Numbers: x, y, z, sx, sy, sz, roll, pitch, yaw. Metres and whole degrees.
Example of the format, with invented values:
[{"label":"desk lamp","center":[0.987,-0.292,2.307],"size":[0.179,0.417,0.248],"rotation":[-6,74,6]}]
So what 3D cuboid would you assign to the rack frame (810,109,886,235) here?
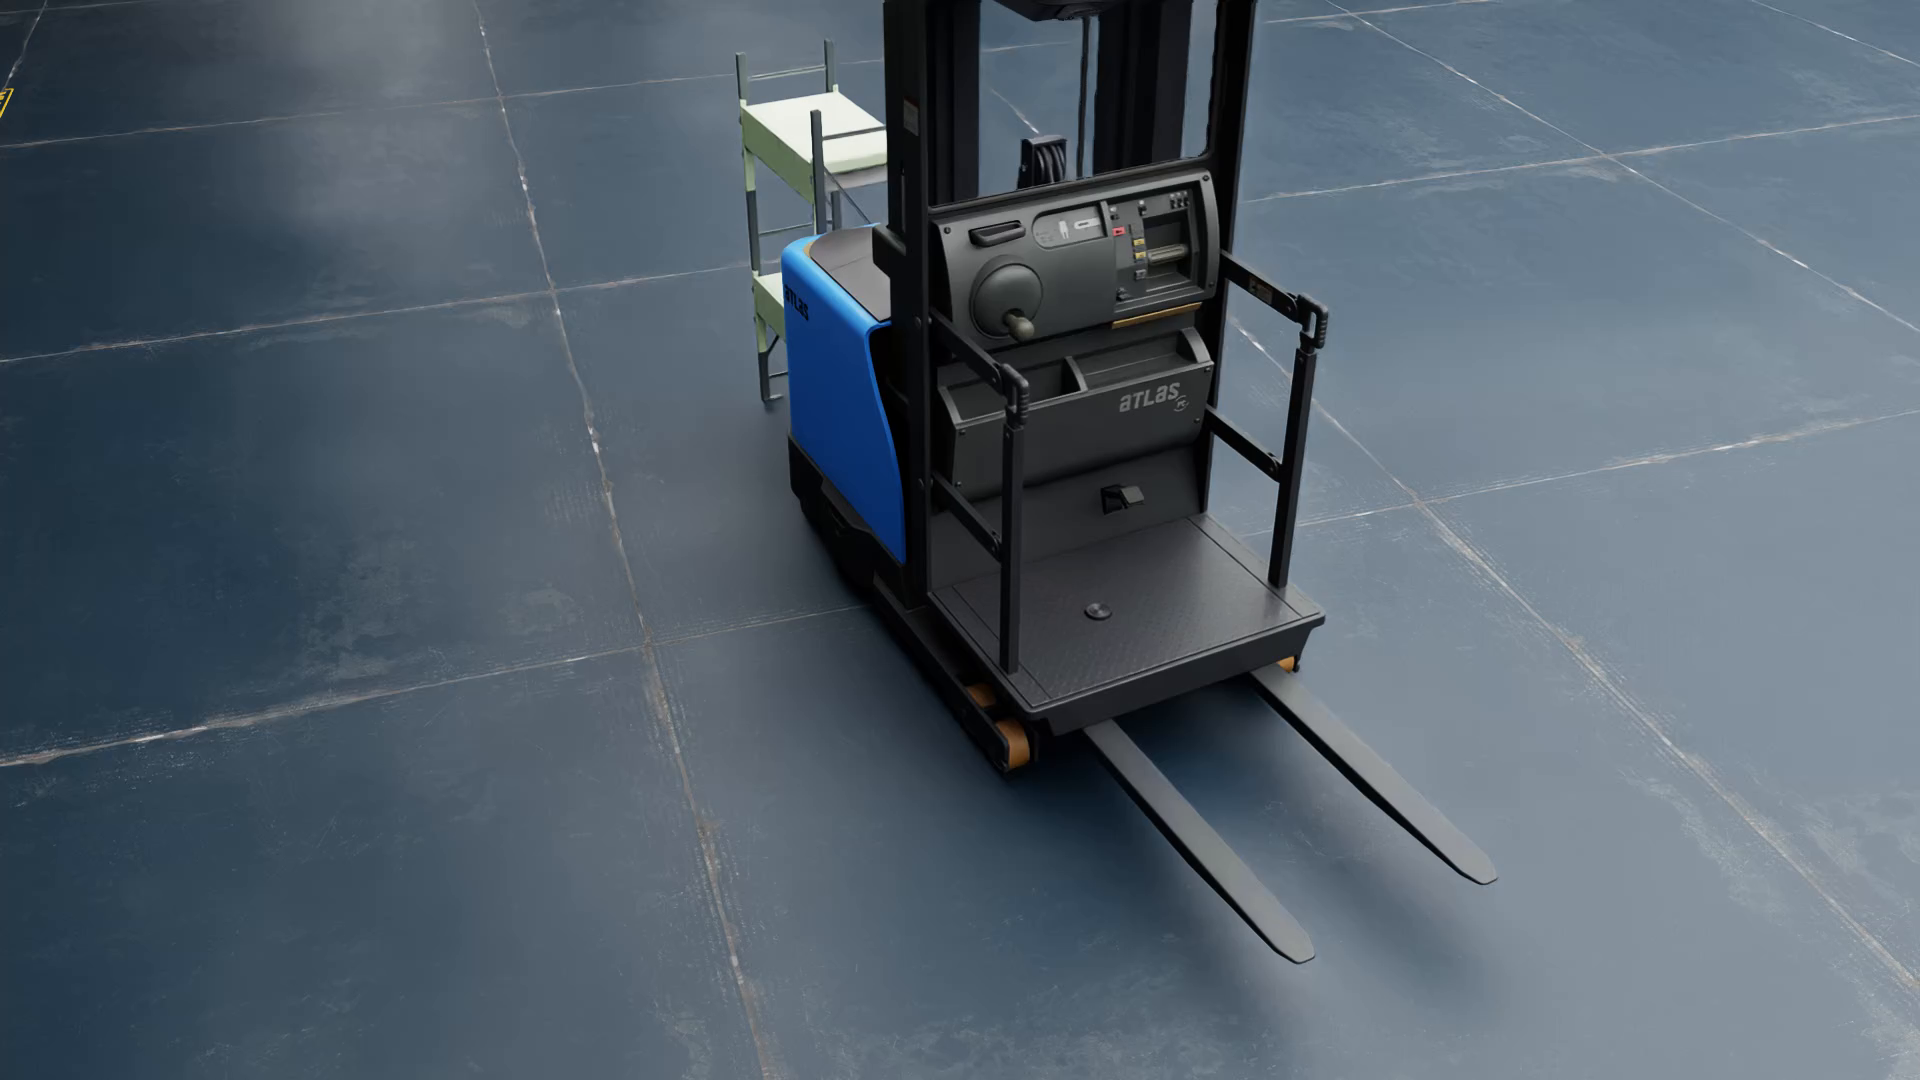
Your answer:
[{"label":"rack frame","center":[-0.340,-0.916,6.276],"size":[0.400,1.500,0.023],"rotation":[-16,37,-22]}]

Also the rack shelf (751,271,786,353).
[{"label":"rack shelf","center":[-0.506,-0.824,6.728],"size":[0.431,0.370,0.720],"rotation":[-16,37,-22]}]

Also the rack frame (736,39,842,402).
[{"label":"rack frame","center":[-0.673,-1.275,6.820],"size":[0.400,1.500,0.023],"rotation":[-16,37,-22]}]

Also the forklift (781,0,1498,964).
[{"label":"forklift","center":[0.465,-0.789,4.785],"size":[1.130,2.935,3.031],"rotation":[-16,37,-22]}]

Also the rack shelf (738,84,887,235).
[{"label":"rack shelf","center":[-0.506,-1.421,6.333],"size":[0.431,0.370,0.720],"rotation":[-16,37,-22]}]

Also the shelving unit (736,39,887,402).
[{"label":"shelving unit","center":[-0.506,-1.096,6.548],"size":[0.431,1.500,0.755],"rotation":[-16,37,-22]}]
